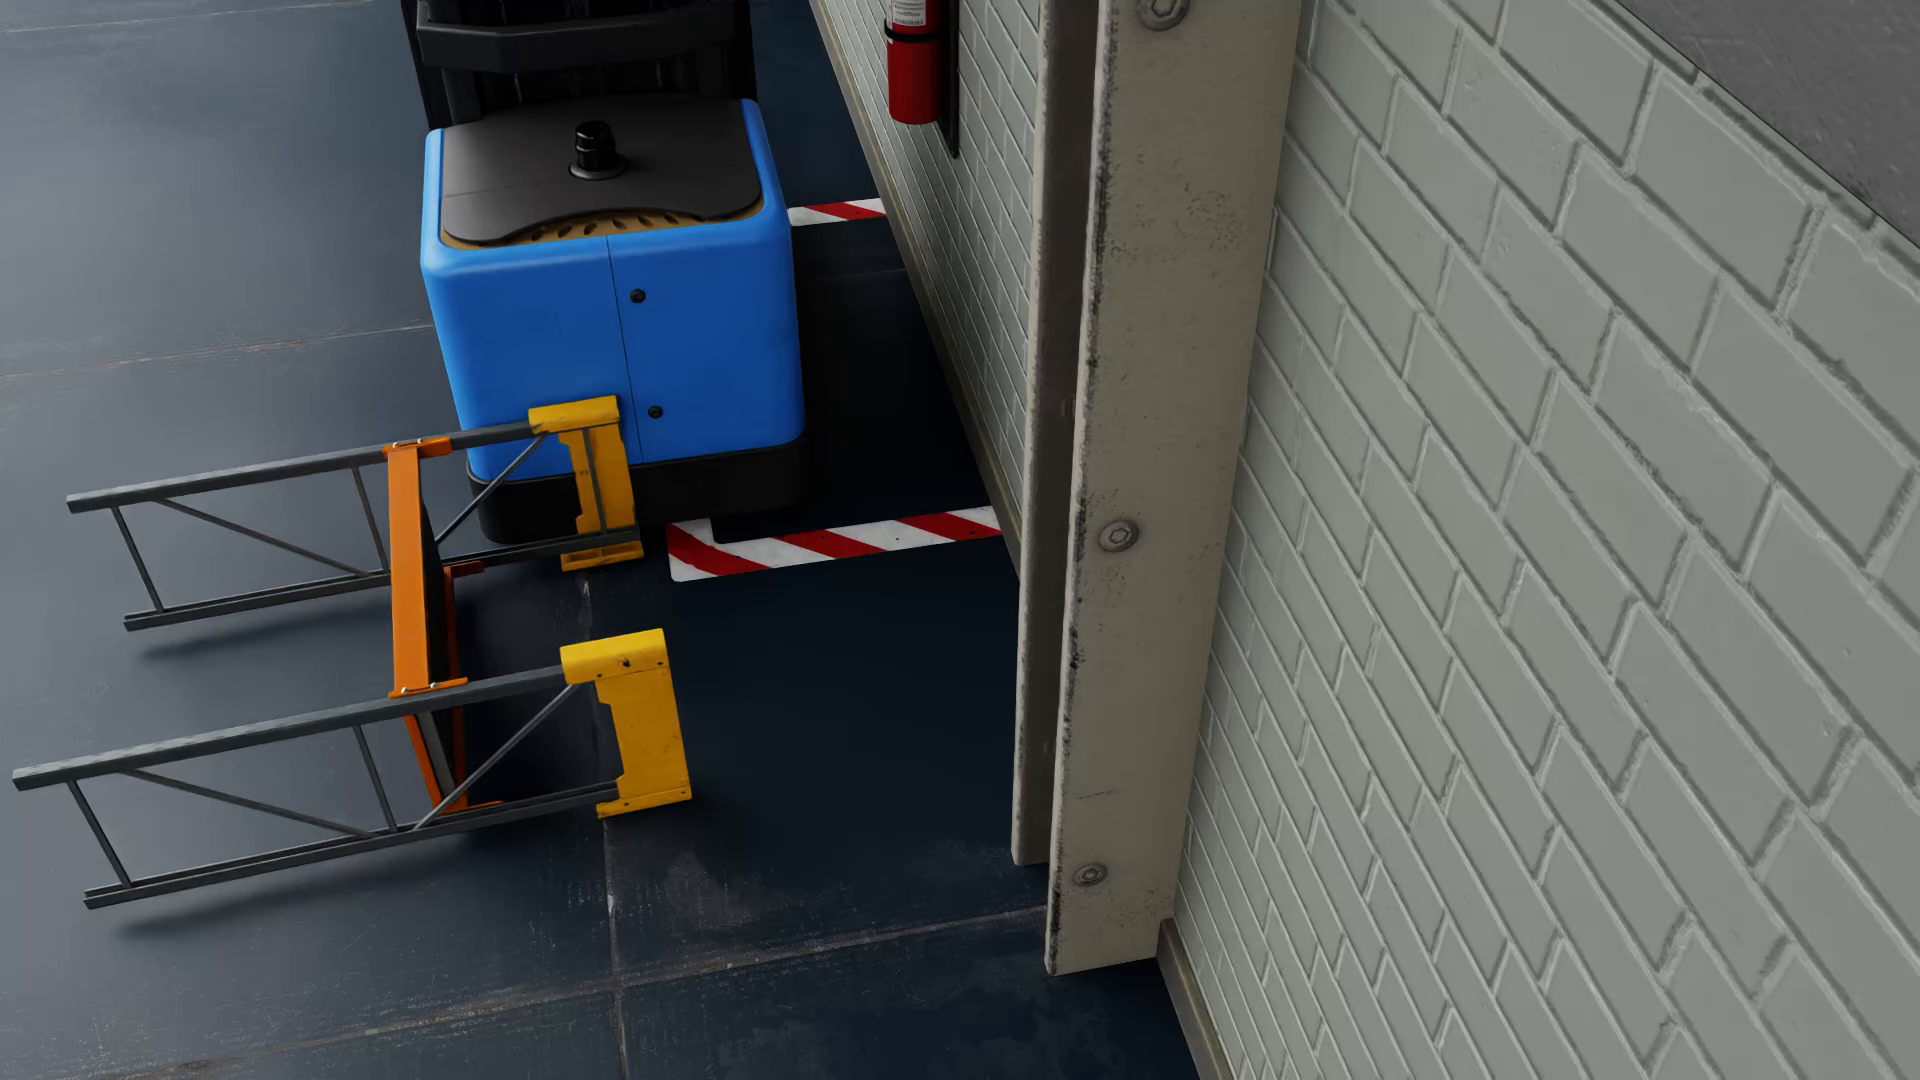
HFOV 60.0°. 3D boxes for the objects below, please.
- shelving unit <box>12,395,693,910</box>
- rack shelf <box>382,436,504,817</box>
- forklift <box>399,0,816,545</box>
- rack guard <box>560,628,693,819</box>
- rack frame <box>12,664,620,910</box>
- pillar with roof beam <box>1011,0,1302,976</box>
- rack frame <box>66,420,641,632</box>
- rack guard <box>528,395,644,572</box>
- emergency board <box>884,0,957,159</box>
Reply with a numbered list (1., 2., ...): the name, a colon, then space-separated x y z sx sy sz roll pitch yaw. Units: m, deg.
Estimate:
1. shelving unit: -1.580 0.270 4.485 1.500 0.587 1.083 -11 43 -11
2. rack shelf: -1.409 0.232 4.527 0.185 0.538 1.000 -11 43 -11
3. forklift: -1.279 -2.070 5.374 1.130 2.935 3.031 -8 42 -9
4. rack guard: -0.845 0.476 4.248 0.250 0.587 0.087 -11 43 -11
5. rack frame: -1.447 0.589 4.125 1.500 0.500 0.032 -11 43 -11
6. pillar with roof beam: -3.878 -1.836 0.539 9.100 9.000 0.400 -8 42 -9
7. rack frame: -1.717 -0.061 4.858 1.500 0.500 0.032 -11 43 -11
8. rack guard: -1.110 -0.161 4.966 0.250 0.587 0.087 -11 43 -11
9. emergency board: -0.171 -1.816 5.037 0.194 1.169 0.643 -8 42 -9
